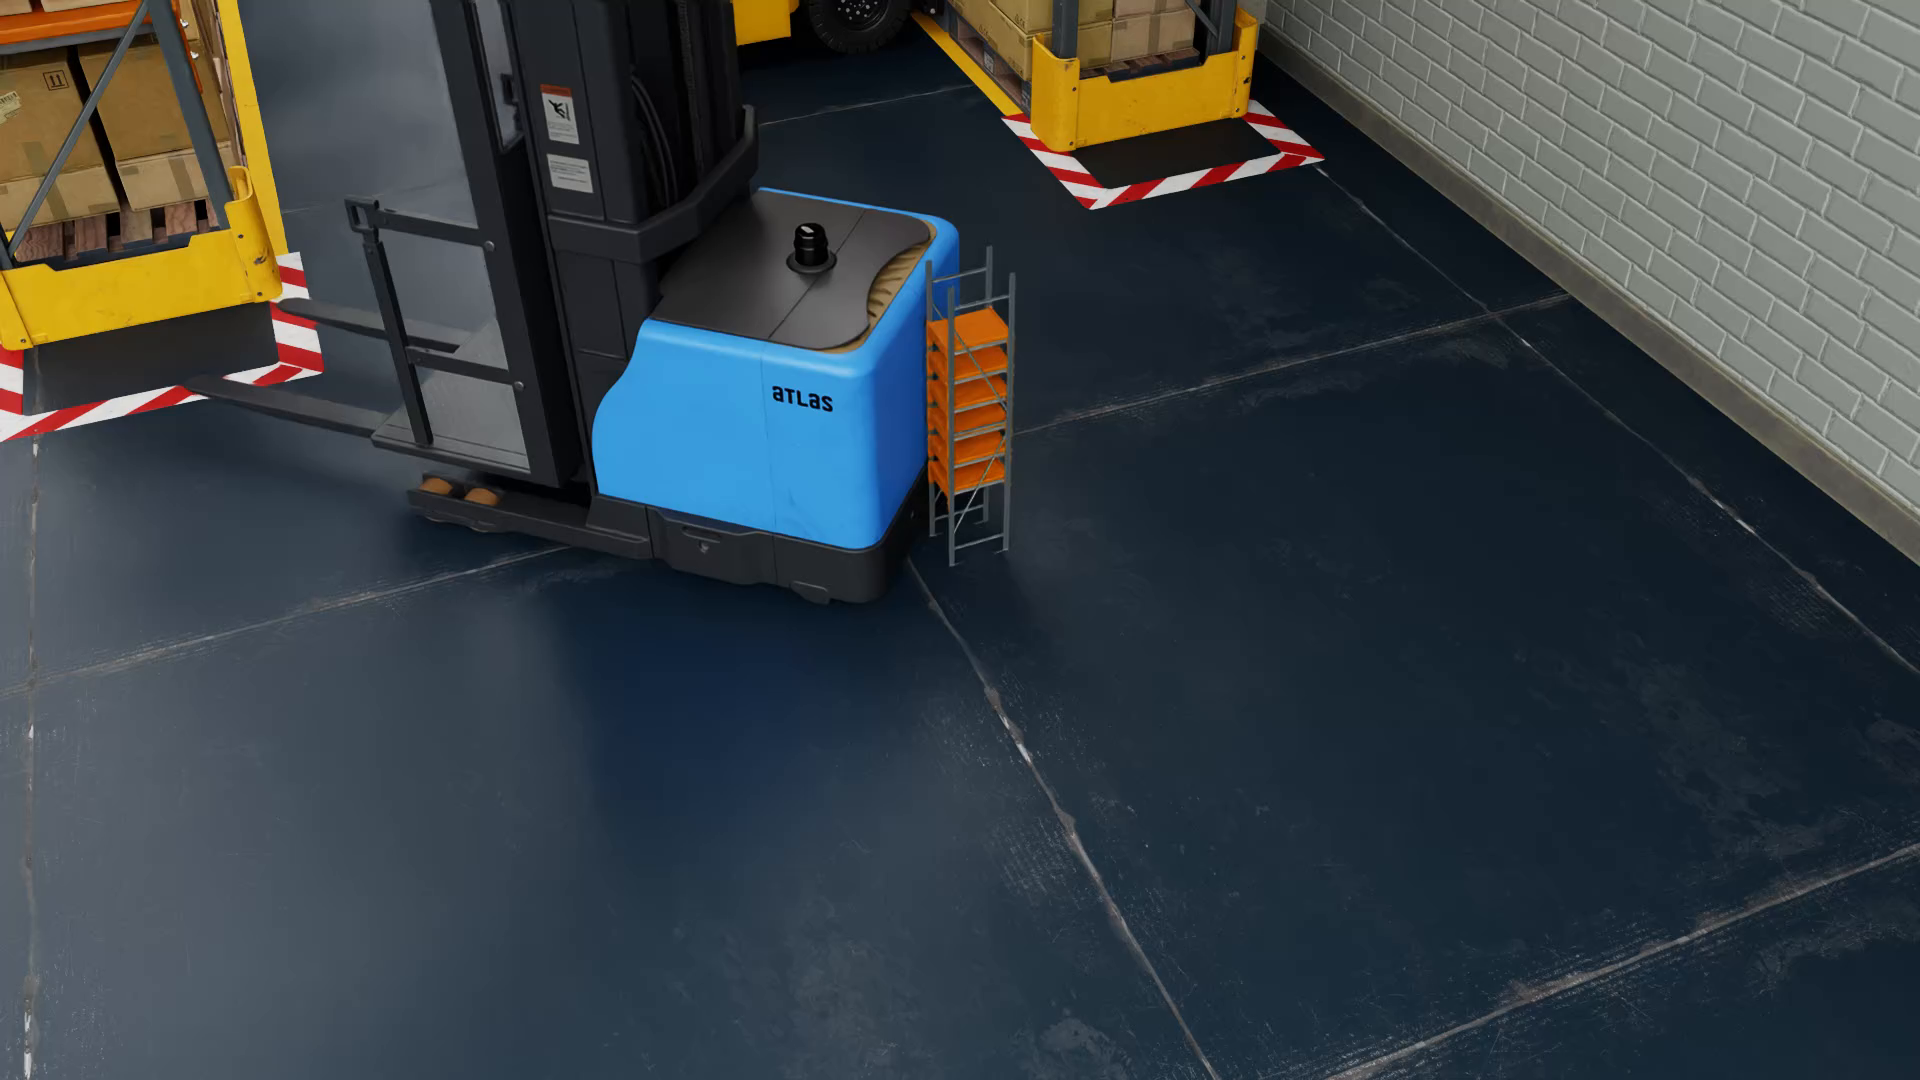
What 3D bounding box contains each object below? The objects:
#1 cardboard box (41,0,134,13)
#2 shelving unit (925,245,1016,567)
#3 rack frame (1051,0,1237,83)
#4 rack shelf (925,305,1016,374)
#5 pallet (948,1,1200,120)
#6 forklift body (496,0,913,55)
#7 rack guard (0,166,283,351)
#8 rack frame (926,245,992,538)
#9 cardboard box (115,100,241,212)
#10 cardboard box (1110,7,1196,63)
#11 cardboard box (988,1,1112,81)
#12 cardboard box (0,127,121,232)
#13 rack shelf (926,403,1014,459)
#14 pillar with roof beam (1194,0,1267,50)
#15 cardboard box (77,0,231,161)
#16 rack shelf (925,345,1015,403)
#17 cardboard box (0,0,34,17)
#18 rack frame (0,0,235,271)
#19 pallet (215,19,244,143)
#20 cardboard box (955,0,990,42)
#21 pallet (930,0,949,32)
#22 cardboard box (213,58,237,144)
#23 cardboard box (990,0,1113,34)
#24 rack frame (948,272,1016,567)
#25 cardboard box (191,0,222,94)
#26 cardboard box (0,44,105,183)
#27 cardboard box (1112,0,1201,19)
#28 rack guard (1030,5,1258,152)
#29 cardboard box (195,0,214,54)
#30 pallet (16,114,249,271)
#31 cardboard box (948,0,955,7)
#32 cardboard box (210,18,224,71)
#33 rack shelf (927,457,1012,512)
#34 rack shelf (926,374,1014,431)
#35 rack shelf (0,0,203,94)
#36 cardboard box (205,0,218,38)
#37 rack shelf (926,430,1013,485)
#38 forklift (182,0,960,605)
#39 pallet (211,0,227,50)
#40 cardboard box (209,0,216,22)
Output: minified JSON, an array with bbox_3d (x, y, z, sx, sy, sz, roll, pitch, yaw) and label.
[{"bbox_3d":[-3.576,-2.309,6.827,0.380,0.149,0.250,-15,43,-17],"label":"cardboard box"},{"bbox_3d":[0.034,-0.442,5.843,0.258,1.200,0.189,-16,43,-18],"label":"shelving unit"},{"bbox_3d":[0.948,-3.389,7.890,1.000,3.000,0.127,-15,43,-17],"label":"rack frame"},{"bbox_3d":[0.034,-0.681,5.638,0.258,0.103,0.180,-16,43,-18],"label":"rack shelf"},{"bbox_3d":[0.616,-2.782,9.323,1.003,0.211,1.213,-15,43,-17],"label":"pallet"},{"bbox_3d":[-1.463,-3.754,8.966,2.313,2.155,1.214,-15,43,-17],"label":"forklift body"},{"bbox_3d":[-3.666,-1.246,7.316,1.175,0.500,0.348,-15,43,-17],"label":"rack guard"},{"bbox_3d":[-0.003,-0.496,5.907,0.240,1.200,0.006,-16,43,-18],"label":"rack frame"},{"bbox_3d":[-3.690,-1.820,7.852,0.500,0.250,0.500,-15,43,-17],"label":"cardboard box"},{"bbox_3d":[0.940,-2.850,9.050,0.500,0.250,0.500,-15,43,-17],"label":"cardboard box"},{"bbox_3d":[0.476,-2.709,8.887,0.500,0.250,0.500,-15,43,-17],"label":"cardboard box"},{"bbox_3d":[-4.204,-1.699,7.712,0.500,0.250,0.500,-15,43,-17],"label":"cardboard box"},{"bbox_3d":[0.034,-0.408,5.872,0.258,0.103,0.180,-16,43,-18],"label":"rack shelf"},{"bbox_3d":[-2.463,-5.234,5.434,9.100,9.000,0.400,-15,43,-17],"label":"pillar with roof beam"},{"bbox_3d":[-3.700,-2.118,7.624,0.500,0.500,0.500,-16,43,-18],"label":"cardboard box"},{"bbox_3d":[0.034,-0.590,5.716,0.258,0.103,0.180,-16,43,-18],"label":"rack shelf"},{"bbox_3d":[-3.978,-2.225,6.729,0.380,0.149,0.250,-14,43,-15],"label":"cardboard box"},{"bbox_3d":[-3.637,-2.148,6.447,1.000,3.000,0.127,-15,43,-17],"label":"rack frame"},{"bbox_3d":[-4.407,-2.368,8.842,1.003,0.211,1.213,-15,43,-17],"label":"pallet"},{"bbox_3d":[0.294,-3.011,9.238,0.500,0.250,0.500,-15,43,-17],"label":"cardboard box"},{"bbox_3d":[0.153,-3.515,10.176,1.003,0.211,1.213,-15,43,-17],"label":"pallet"},{"bbox_3d":[-3.878,-2.129,8.212,0.500,0.250,0.500,-14,43,-15],"label":"cardboard box"},{"bbox_3d":[0.473,-2.910,8.737,0.500,0.250,0.500,-16,43,-17],"label":"cardboard box"},{"bbox_3d":[0.071,-0.387,5.780,0.240,1.200,0.006,-16,43,-18],"label":"rack frame"},{"bbox_3d":[-3.904,-2.432,7.989,0.500,0.500,0.500,-17,43,-18],"label":"cardboard box"},{"bbox_3d":[-4.184,-1.967,7.448,0.500,0.500,0.500,-15,43,-17],"label":"cardboard box"},{"bbox_3d":[0.960,-3.030,8.876,0.500,0.250,0.500,-14,43,-16],"label":"cardboard box"},{"bbox_3d":[0.957,-2.426,8.688,1.175,0.500,0.348,-15,43,-17],"label":"rack guard"},{"bbox_3d":[-4.088,-2.736,8.343,0.500,0.500,0.500,-14,43,-16],"label":"cardboard box"},{"bbox_3d":[-3.944,-1.635,7.989,1.003,0.211,1.213,-15,43,-17],"label":"pallet"},{"bbox_3d":[0.111,-3.315,9.591,0.500,0.250,0.500,-15,43,-16],"label":"cardboard box"},{"bbox_3d":[-4.099,-2.455,8.591,0.500,0.250,0.500,-12,42,-14],"label":"cardboard box"},{"bbox_3d":[0.034,-0.226,6.029,0.258,0.103,0.180,-16,43,-18],"label":"rack shelf"},{"bbox_3d":[0.034,-0.499,5.794,0.258,0.103,0.180,-16,43,-18],"label":"rack shelf"},{"bbox_3d":[-4.402,-3.080,8.083,1.077,0.370,4.000,-15,43,-17],"label":"rack shelf"},{"bbox_3d":[-4.290,-2.759,8.945,0.500,0.250,0.500,-14,43,-16],"label":"cardboard box"},{"bbox_3d":[0.034,-0.317,5.951,0.258,0.103,0.180,-16,43,-18],"label":"rack shelf"},{"bbox_3d":[-1.562,-1.453,5.691,3.031,2.935,1.130,12,42,14],"label":"forklift"},{"bbox_3d":[-4.878,-3.105,9.698,1.003,0.211,1.213,-15,43,-17],"label":"pallet"},{"bbox_3d":[-4.480,-3.067,9.303,0.500,0.250,0.500,-16,43,-18],"label":"cardboard box"}]
